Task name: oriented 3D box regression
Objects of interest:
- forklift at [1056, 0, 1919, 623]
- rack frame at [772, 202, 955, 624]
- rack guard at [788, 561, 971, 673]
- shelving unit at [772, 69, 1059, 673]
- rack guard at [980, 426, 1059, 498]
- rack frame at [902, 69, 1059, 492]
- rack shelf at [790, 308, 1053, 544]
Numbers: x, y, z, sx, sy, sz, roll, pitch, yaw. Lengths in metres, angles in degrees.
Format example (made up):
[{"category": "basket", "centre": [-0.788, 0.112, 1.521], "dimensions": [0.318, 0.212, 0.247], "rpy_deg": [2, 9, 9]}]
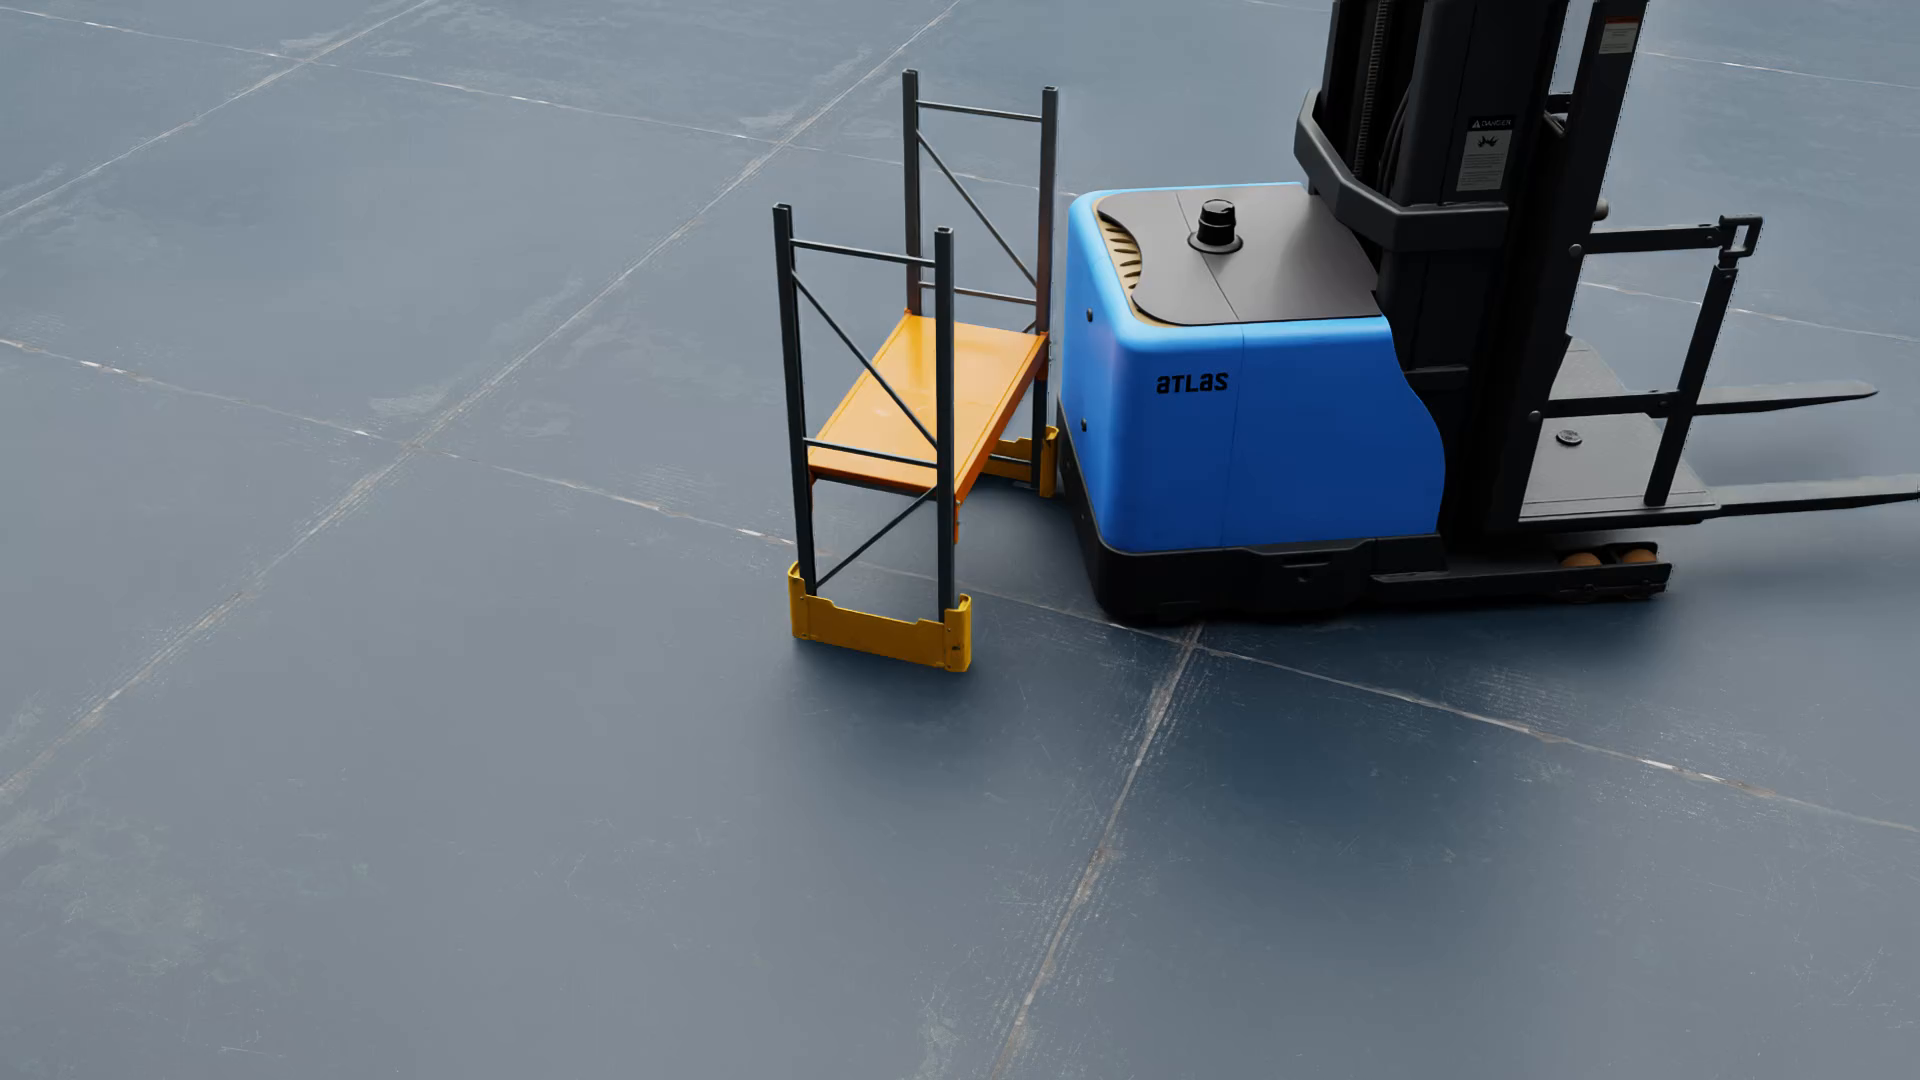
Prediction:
[{"category": "forklift", "centre": [1.898, -1.279, 5.013], "dimensions": [3.031, 2.935, 1.130], "rpy_deg": [-4, 37, -5]}, {"category": "rack frame", "centre": [-0.258, -0.249, 4.830], "dimensions": [0.500, 1.500, 0.032], "rpy_deg": [11, 38, 15]}, {"category": "rack guard", "centre": [-0.252, 0.241, 5.219], "dimensions": [0.587, 0.250, 0.087], "rpy_deg": [11, 38, 15]}, {"category": "shelving unit", "centre": [-0.096, -0.543, 5.223], "dimensions": [0.587, 1.500, 1.083], "rpy_deg": [11, 38, 15]}, {"category": "rack guard", "centre": [0.060, -0.325, 5.976], "dimensions": [0.587, 0.250, 0.087], "rpy_deg": [11, 38, 15]}, {"category": "rack frame", "centre": [0.061, -0.827, 5.603], "dimensions": [0.500, 1.500, 0.032], "rpy_deg": [11, 38, 15]}, {"category": "rack shelf", "centre": [-0.099, -0.393, 5.324], "dimensions": [0.538, 0.185, 1.000], "rpy_deg": [11, 38, 15]}]
